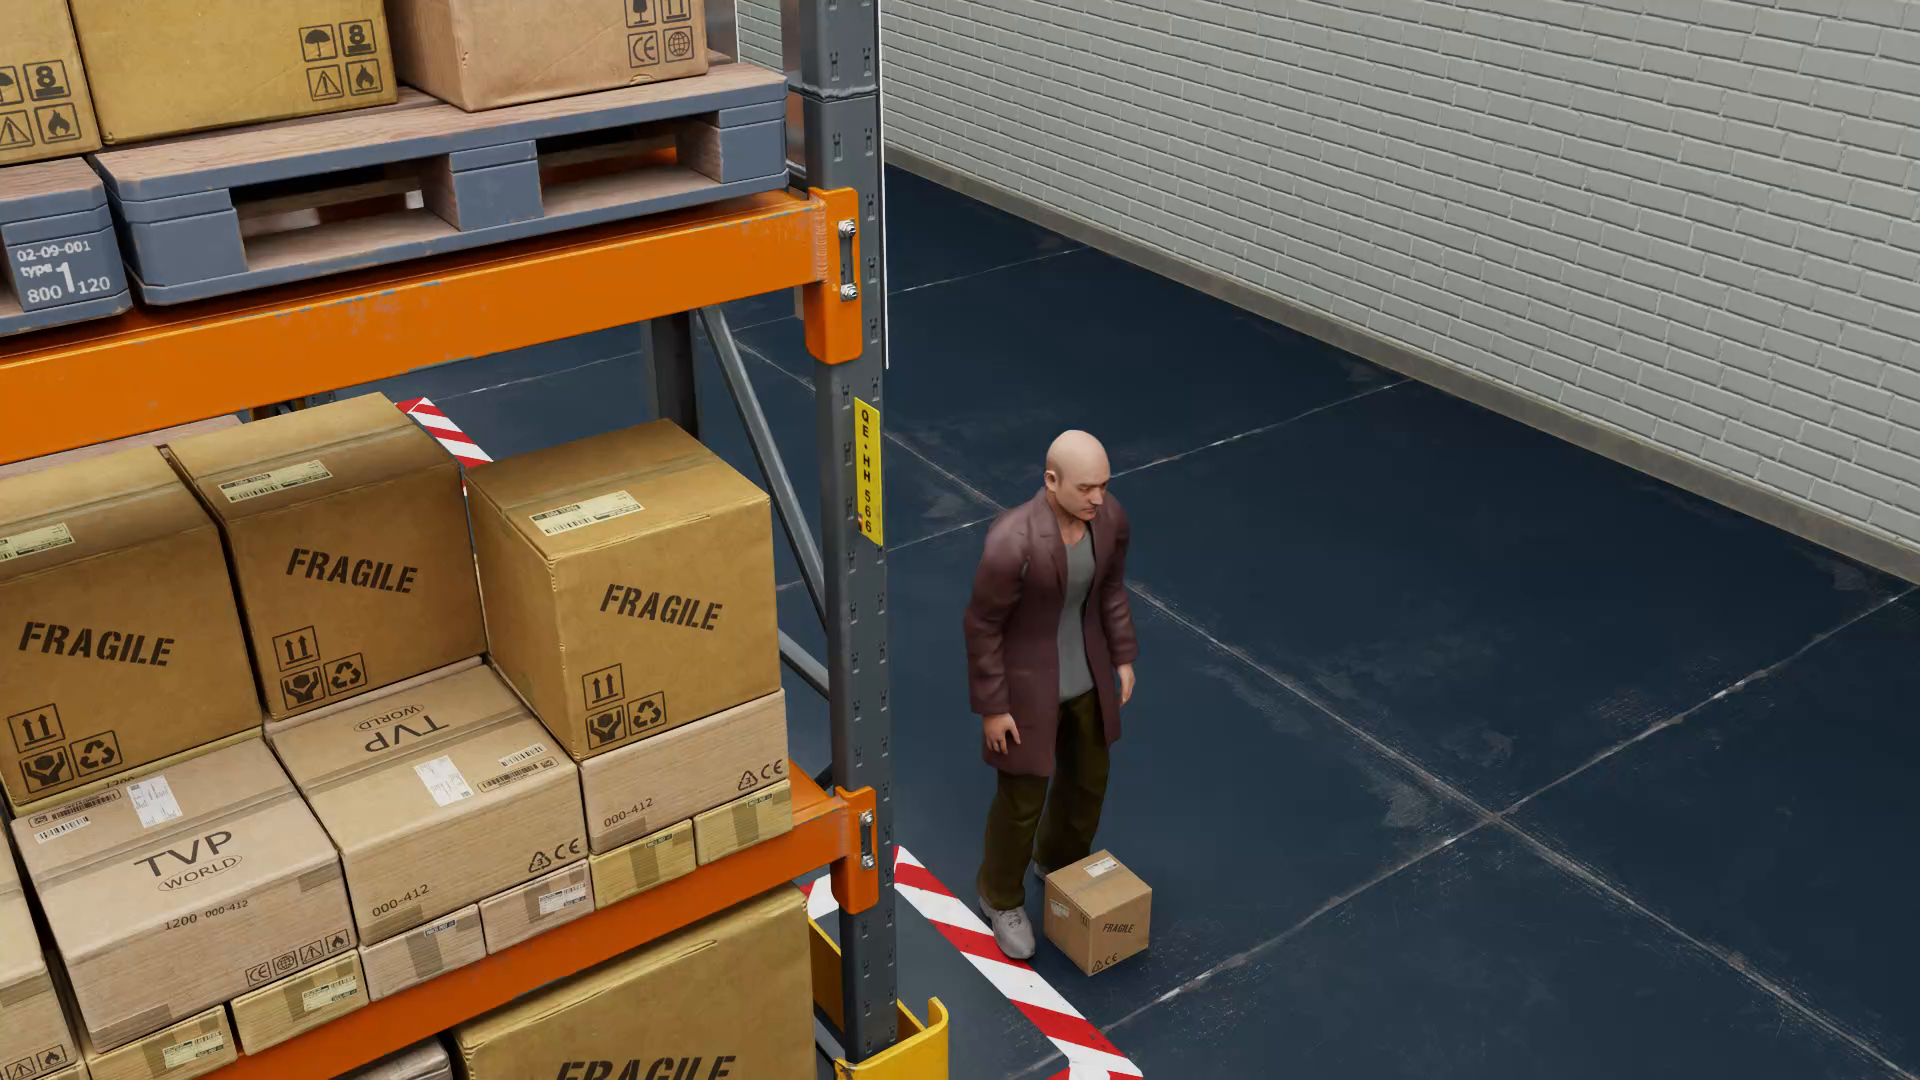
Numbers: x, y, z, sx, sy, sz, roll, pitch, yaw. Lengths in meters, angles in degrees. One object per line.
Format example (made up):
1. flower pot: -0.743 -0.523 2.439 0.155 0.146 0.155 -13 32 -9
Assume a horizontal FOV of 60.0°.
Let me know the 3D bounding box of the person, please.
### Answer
1. person: 0.301 0.459 5.282 0.642 1.774 0.422 -19 33 -31
